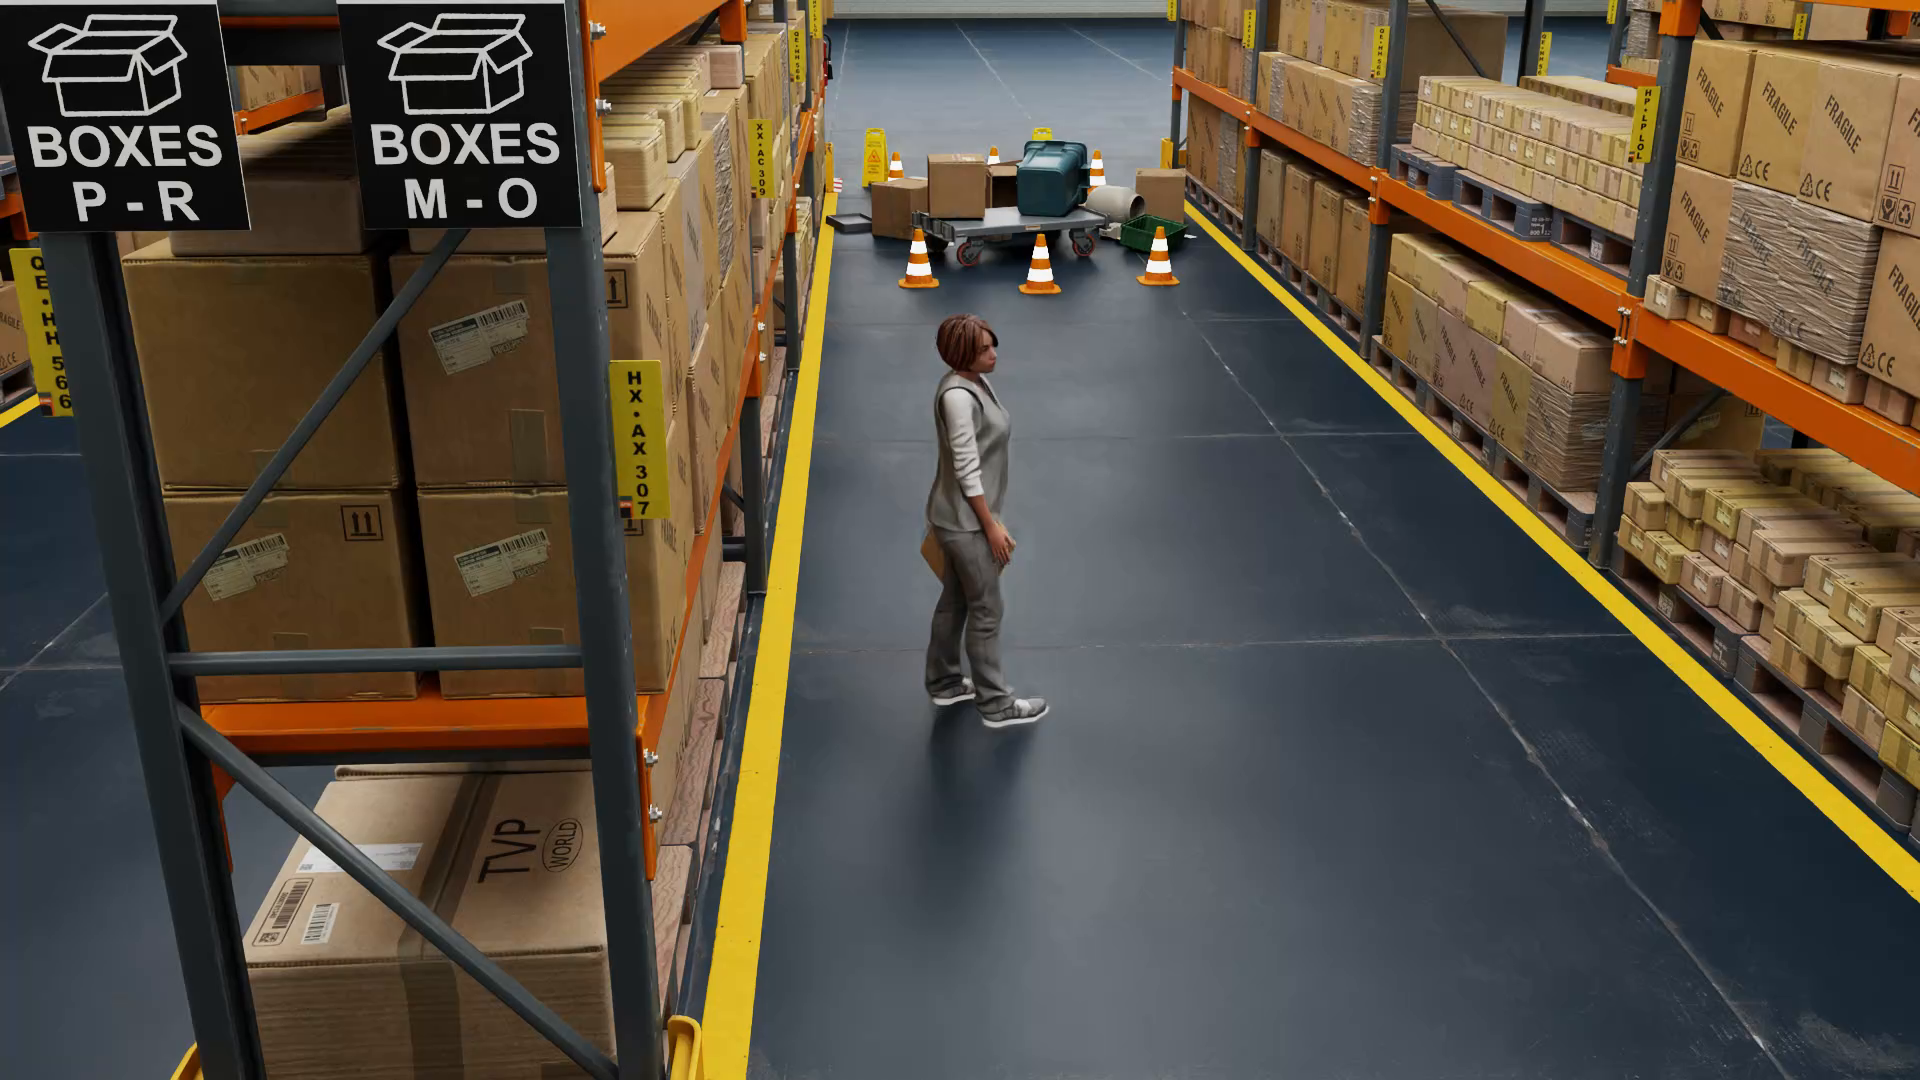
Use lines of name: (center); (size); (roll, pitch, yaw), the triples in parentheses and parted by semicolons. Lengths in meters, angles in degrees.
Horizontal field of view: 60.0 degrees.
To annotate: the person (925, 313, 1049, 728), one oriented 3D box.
person: (0.105, -0.067, 6.210); (0.484, 1.603, 0.466); (0, 21, 1)
